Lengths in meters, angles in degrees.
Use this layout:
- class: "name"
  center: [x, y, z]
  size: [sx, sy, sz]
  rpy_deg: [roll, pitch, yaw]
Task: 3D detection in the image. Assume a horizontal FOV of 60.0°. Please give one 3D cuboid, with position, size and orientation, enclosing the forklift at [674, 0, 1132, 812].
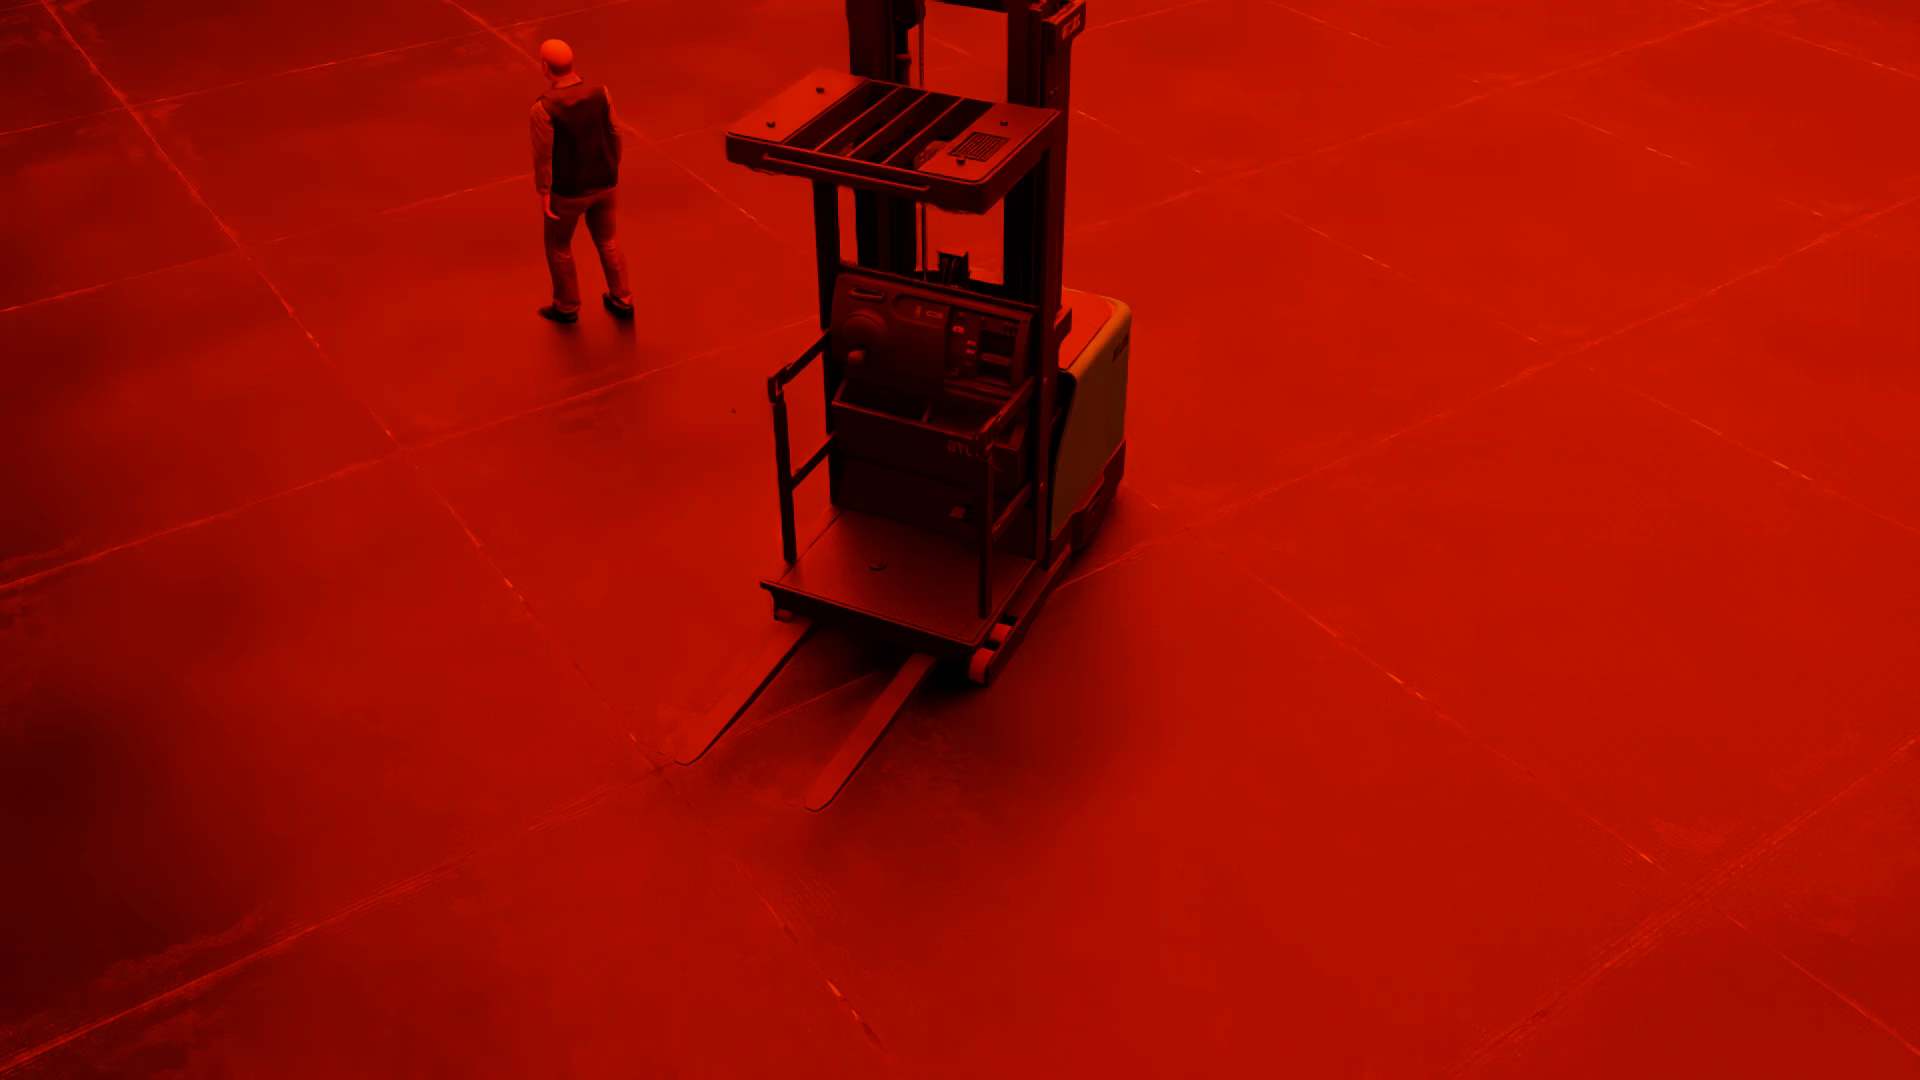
- class: "forklift"
  center: [-0.224, -0.823, 7.057]
  size: [1.130, 2.935, 3.031]
  rpy_deg: [16, 39, 20]

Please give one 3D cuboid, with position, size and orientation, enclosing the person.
- class: "person"
  center: [-2.264, -2.103, 9.835]
  size: [0.605, 1.739, 0.485]
  rpy_deg: [-28, 45, -32]
